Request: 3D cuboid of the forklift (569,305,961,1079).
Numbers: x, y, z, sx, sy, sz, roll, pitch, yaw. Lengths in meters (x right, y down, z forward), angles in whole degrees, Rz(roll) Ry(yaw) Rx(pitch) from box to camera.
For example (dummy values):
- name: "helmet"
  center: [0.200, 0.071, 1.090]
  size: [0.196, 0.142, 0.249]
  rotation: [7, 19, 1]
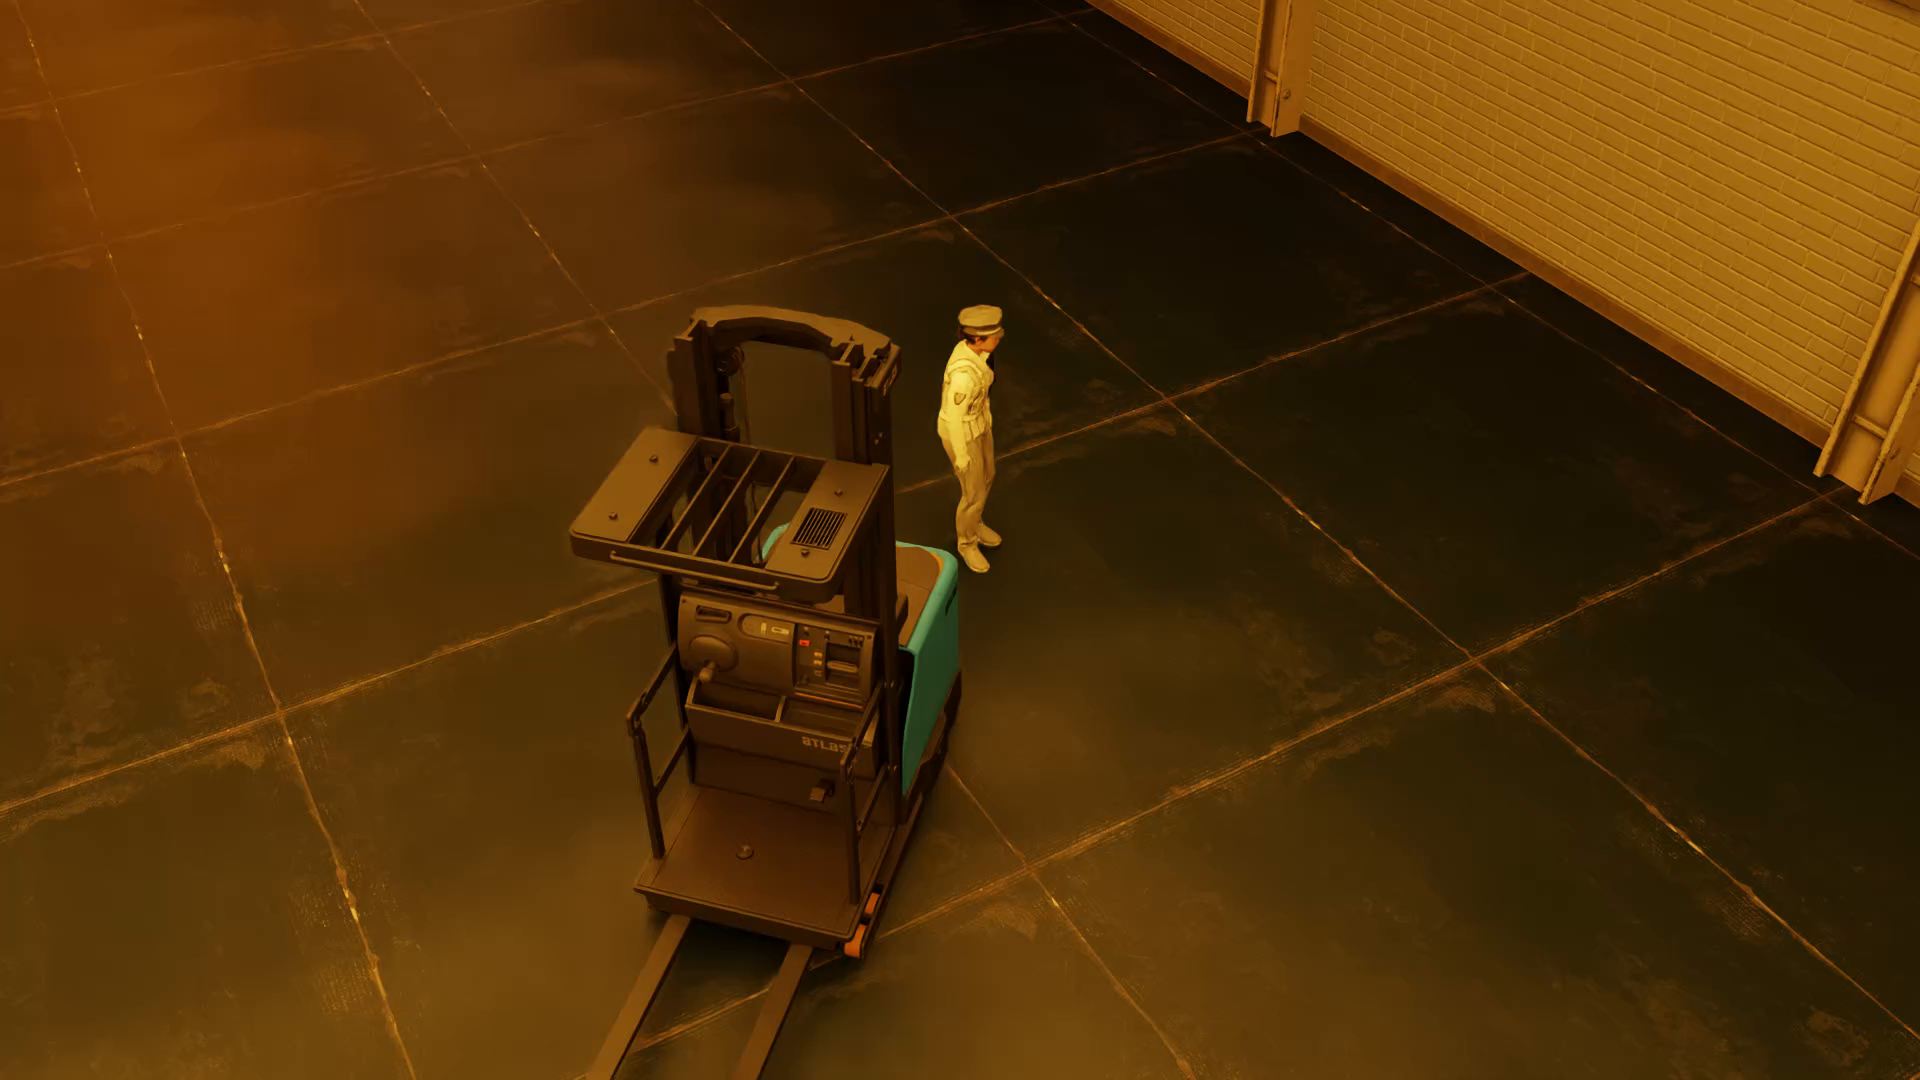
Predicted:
- name: "forklift"
  center: [-0.890, 0.578, 7.339]
  size: [1.130, 2.935, 3.031]
  rotation: [10, 41, 12]

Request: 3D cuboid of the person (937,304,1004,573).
- name: "person"
  center: [0.066, -0.634, 9.802]
  size: [0.380, 1.660, 0.580]
  rotation: [9, 41, 11]
